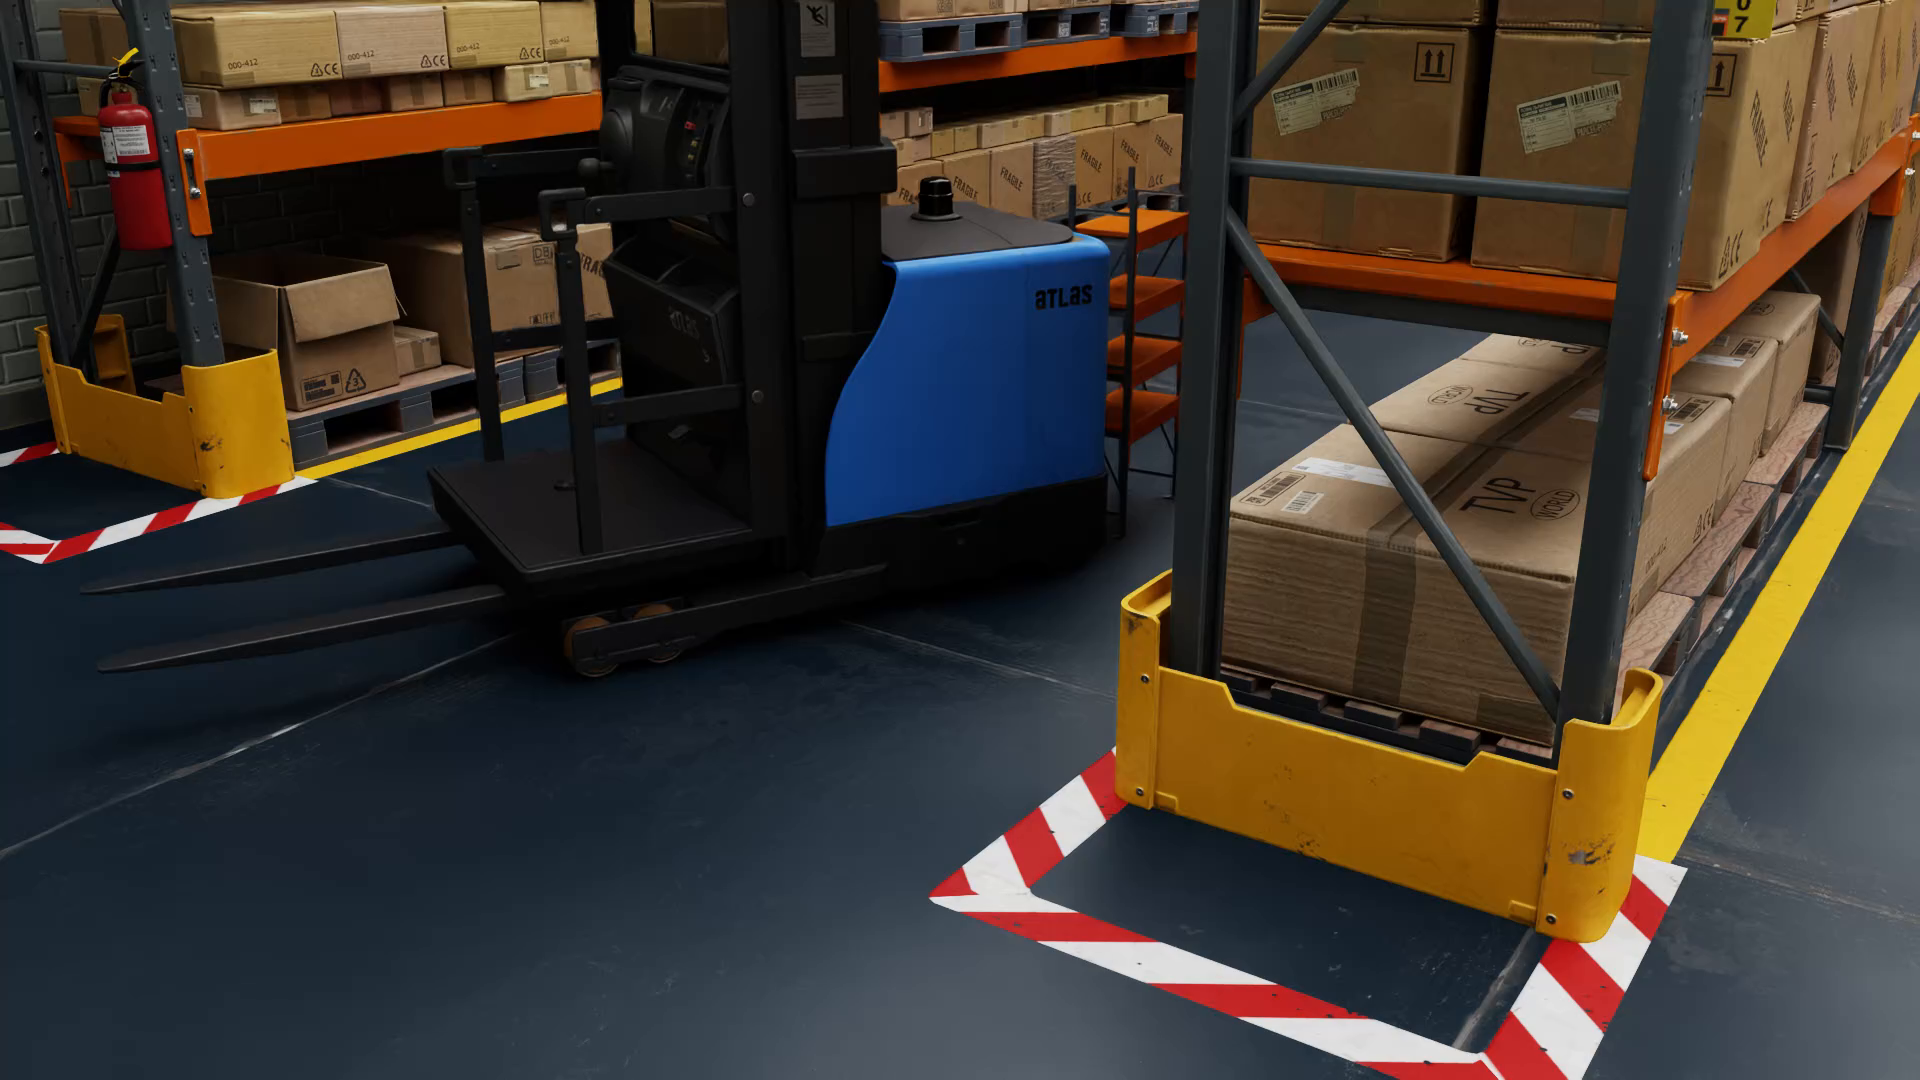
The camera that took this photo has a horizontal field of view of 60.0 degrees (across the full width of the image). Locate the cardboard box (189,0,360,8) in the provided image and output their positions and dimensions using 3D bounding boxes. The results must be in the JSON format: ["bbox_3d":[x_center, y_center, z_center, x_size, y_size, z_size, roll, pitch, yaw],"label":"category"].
[{"bbox_3d":[-2.829,-2.091,6.882,0.500,0.250,0.500,13,24,32],"label":"cardboard box"}]

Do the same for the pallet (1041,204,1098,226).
[{"bbox_3d":[0.201,-2.122,11.199,1.003,0.211,1.213,13,24,32],"label":"pallet"}]

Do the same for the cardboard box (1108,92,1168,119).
[{"bbox_3d":[1.270,-3.124,11.948,0.380,0.149,0.250,12,23,29],"label":"cardboard box"}]

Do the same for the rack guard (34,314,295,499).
[{"bbox_3d":[-3.116,-0.540,6.504,1.175,0.500,0.348,13,24,32],"label":"rack guard"}]

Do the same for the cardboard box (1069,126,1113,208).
[{"bbox_3d":[0.696,-2.555,11.346,0.500,0.500,0.500,15,25,34],"label":"cardboard box"}]

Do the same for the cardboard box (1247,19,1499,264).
[{"bbox_3d":[1.000,-0.960,3.893,0.500,0.500,0.500,13,24,32],"label":"cardboard box"}]

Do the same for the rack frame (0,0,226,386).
[{"bbox_3d":[-3.159,-1.690,6.011,1.000,3.000,0.127,13,24,32],"label":"rack frame"}]

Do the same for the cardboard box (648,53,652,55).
[{"bbox_3d":[-1.663,-2.220,7.806,0.380,0.149,0.250,14,24,33],"label":"cardboard box"}]

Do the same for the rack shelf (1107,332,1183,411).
[{"bbox_3d":[0.585,-0.599,5.850,0.258,0.148,0.480,11,23,27],"label":"rack shelf"}]

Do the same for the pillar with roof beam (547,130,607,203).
[{"bbox_3d":[1.513,-4.788,5.739,9.100,9.000,0.400,13,24,32],"label":"pillar with roof beam"}]

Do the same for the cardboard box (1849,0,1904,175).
[{"bbox_3d":[2.592,-1.439,5.188,0.500,0.500,0.500,13,24,31],"label":"cardboard box"}]

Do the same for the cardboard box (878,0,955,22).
[{"bbox_3d":[-0.454,-3.177,9.281,0.700,0.500,0.500,14,24,33],"label":"cardboard box"}]

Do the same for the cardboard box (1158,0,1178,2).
[{"bbox_3d":[1.286,-3.802,11.476,0.380,0.149,0.250,14,24,33],"label":"cardboard box"}]

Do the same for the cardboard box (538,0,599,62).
[{"bbox_3d":[-1.846,-2.279,7.390,0.500,0.250,0.500,13,24,30],"label":"cardboard box"}]

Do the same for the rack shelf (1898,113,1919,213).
[{"bbox_3d":[4.321,-2.108,8.176,1.077,0.370,4.000,13,24,32],"label":"rack shelf"}]

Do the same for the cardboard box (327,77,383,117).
[{"bbox_3d":[-2.524,-1.778,6.609,0.380,0.149,0.250,13,24,31],"label":"cardboard box"}]

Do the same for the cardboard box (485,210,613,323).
[{"bbox_3d":[-1.844,-1.242,7.796,0.500,0.500,0.500,14,24,33],"label":"cardboard box"}]

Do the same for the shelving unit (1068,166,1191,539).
[{"bbox_3d":[0.585,-0.663,5.827,0.258,1.200,0.503,11,23,27],"label":"shelving unit"}]

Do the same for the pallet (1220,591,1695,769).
[{"bbox_3d":[1.333,0.340,4.542,1.003,0.211,1.213,13,24,32],"label":"pallet"}]

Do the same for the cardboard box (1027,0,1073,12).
[{"bbox_3d":[0.279,-3.551,10.291,0.700,0.500,0.500,13,24,32],"label":"cardboard box"}]

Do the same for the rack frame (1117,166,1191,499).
[{"bbox_3d":[0.703,-0.737,6.027,0.240,1.200,0.015,11,23,27],"label":"rack frame"}]

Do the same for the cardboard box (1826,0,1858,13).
[{"bbox_3d":[2.021,-1.620,4.236,0.500,0.500,0.500,13,24,31],"label":"cardboard box"}]

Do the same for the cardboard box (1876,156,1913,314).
[{"bbox_3d":[3.980,-1.526,8.023,0.875,0.875,0.875,14,25,33],"label":"cardboard box"}]

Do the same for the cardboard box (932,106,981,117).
[{"bbox_3d":[-0.083,-2.775,11.006,0.380,0.149,0.250,12,24,30],"label":"cardboard box"}]

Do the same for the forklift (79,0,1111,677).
[{"bbox_3d":[-1.044,-1.195,4.771,3.031,2.935,1.130,-11,23,-28],"label":"forklift"}]

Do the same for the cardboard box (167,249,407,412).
[{"bbox_3d":[-2.737,-0.874,6.796,0.797,0.503,0.637,12,24,30],"label":"cardboard box"}]

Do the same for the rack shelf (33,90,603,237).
[{"bbox_3d":[-2.035,-1.927,7.687,1.077,0.370,4.000,13,24,32],"label":"rack shelf"}]

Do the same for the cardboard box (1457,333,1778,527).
[{"bbox_3d":[2.252,-0.450,5.746,0.875,0.438,0.875,12,24,30],"label":"cardboard box"}]

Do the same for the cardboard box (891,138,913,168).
[{"bbox_3d":[-0.489,-2.218,9.500,0.380,0.149,0.250,15,25,34],"label":"cardboard box"}]

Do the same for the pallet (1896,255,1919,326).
[{"bbox_3d":[4.940,-1.499,9.514,1.003,0.211,1.213,13,24,32],"label":"pallet"}]

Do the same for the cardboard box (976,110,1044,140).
[{"bbox_3d":[0.321,-2.688,10.771,0.380,0.149,0.250,13,24,32],"label":"cardboard box"}]

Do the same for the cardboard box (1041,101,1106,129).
[{"bbox_3d":[0.771,-2.905,11.358,0.380,0.149,0.250,14,25,33],"label":"cardboard box"}]

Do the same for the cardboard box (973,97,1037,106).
[{"bbox_3d":[0.312,-3.008,11.636,0.380,0.149,0.250,12,23,29],"label":"cardboard box"}]

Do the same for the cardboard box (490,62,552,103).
[{"bbox_3d":[-1.982,-1.973,7.138,0.380,0.149,0.250,12,24,30],"label":"cardboard box"}]

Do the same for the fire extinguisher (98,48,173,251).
[{"bbox_3d":[-2.860,-1.347,5.732,0.296,0.674,0.183,13,24,32],"label":"fire extinguisher"}]

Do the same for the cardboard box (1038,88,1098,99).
[{"bbox_3d":[0.787,-3.226,12.225,0.380,0.149,0.250,15,25,35],"label":"cardboard box"}]

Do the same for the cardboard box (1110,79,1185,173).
[{"bbox_3d":[1.700,-3.245,13.032,0.875,0.625,0.625,14,25,34],"label":"cardboard box"}]

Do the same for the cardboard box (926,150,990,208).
[{"bbox_3d":[-0.161,-2.112,10.150,0.500,0.500,0.500,13,24,31],"label":"cardboard box"}]

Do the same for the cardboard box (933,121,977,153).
[{"bbox_3d":[-0.120,-2.470,10.181,0.380,0.149,0.250,13,24,31],"label":"cardboard box"}]

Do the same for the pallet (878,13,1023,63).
[{"bbox_3d":[-0.371,-2.956,9.710,1.003,0.211,1.213,13,24,32],"label":"pallet"}]

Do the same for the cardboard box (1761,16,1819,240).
[{"bbox_3d":[1.717,-1.003,4.008,0.500,0.500,0.500,13,24,31],"label":"cardboard box"}]

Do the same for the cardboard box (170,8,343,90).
[{"bbox_3d":[-2.681,-1.837,6.196,0.500,0.250,0.500,13,24,32],"label":"cardboard box"}]

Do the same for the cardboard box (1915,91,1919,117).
[{"bbox_3d":[3.662,-1.876,6.728,0.500,0.250,0.500,13,24,31],"label":"cardboard box"}]
